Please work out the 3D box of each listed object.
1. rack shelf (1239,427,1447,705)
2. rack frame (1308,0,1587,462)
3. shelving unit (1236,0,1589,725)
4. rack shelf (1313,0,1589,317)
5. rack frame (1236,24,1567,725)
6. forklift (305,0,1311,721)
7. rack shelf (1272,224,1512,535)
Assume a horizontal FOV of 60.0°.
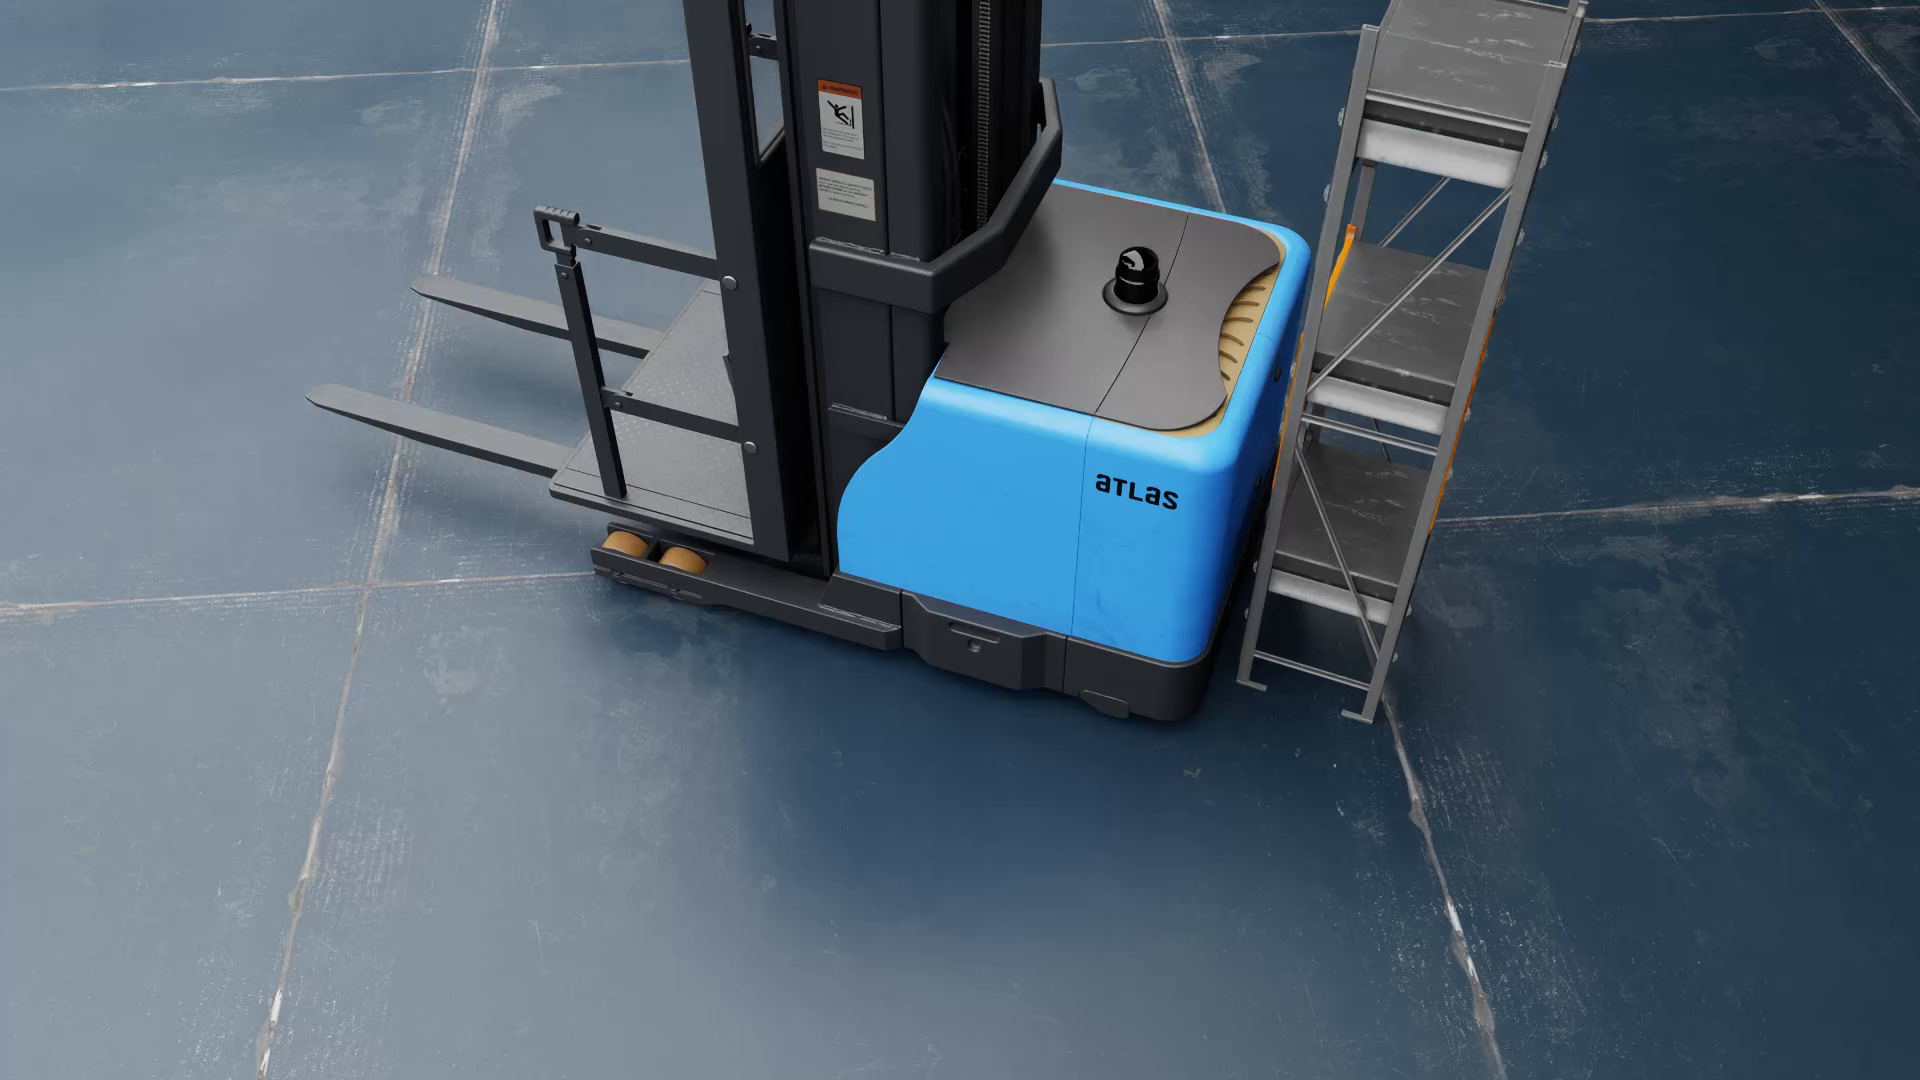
[{"bbox_3d":[1.086,0.073,4.718,0.431,0.518,0.480,17,49,15],"label":"rack shelf"},{"bbox_3d":[1.179,-0.581,4.354,0.400,2.100,0.015,17,49,15],"label":"rack frame"},{"bbox_3d":[1.086,-0.418,4.199,0.431,2.100,0.503,17,49,15],"label":"shelving unit"},{"bbox_3d":[1.086,-0.890,3.701,0.431,0.518,0.480,17,49,15],"label":"rack shelf"},{"bbox_3d":[0.993,-0.254,4.044,0.400,2.100,0.015,17,49,15],"label":"rack frame"},{"bbox_3d":[-0.590,-1.166,4.336,3.031,2.935,1.130,15,48,14],"label":"forklift"},{"bbox_3d":[1.086,-0.408,4.209,0.431,0.518,0.480,17,49,15],"label":"rack shelf"}]
